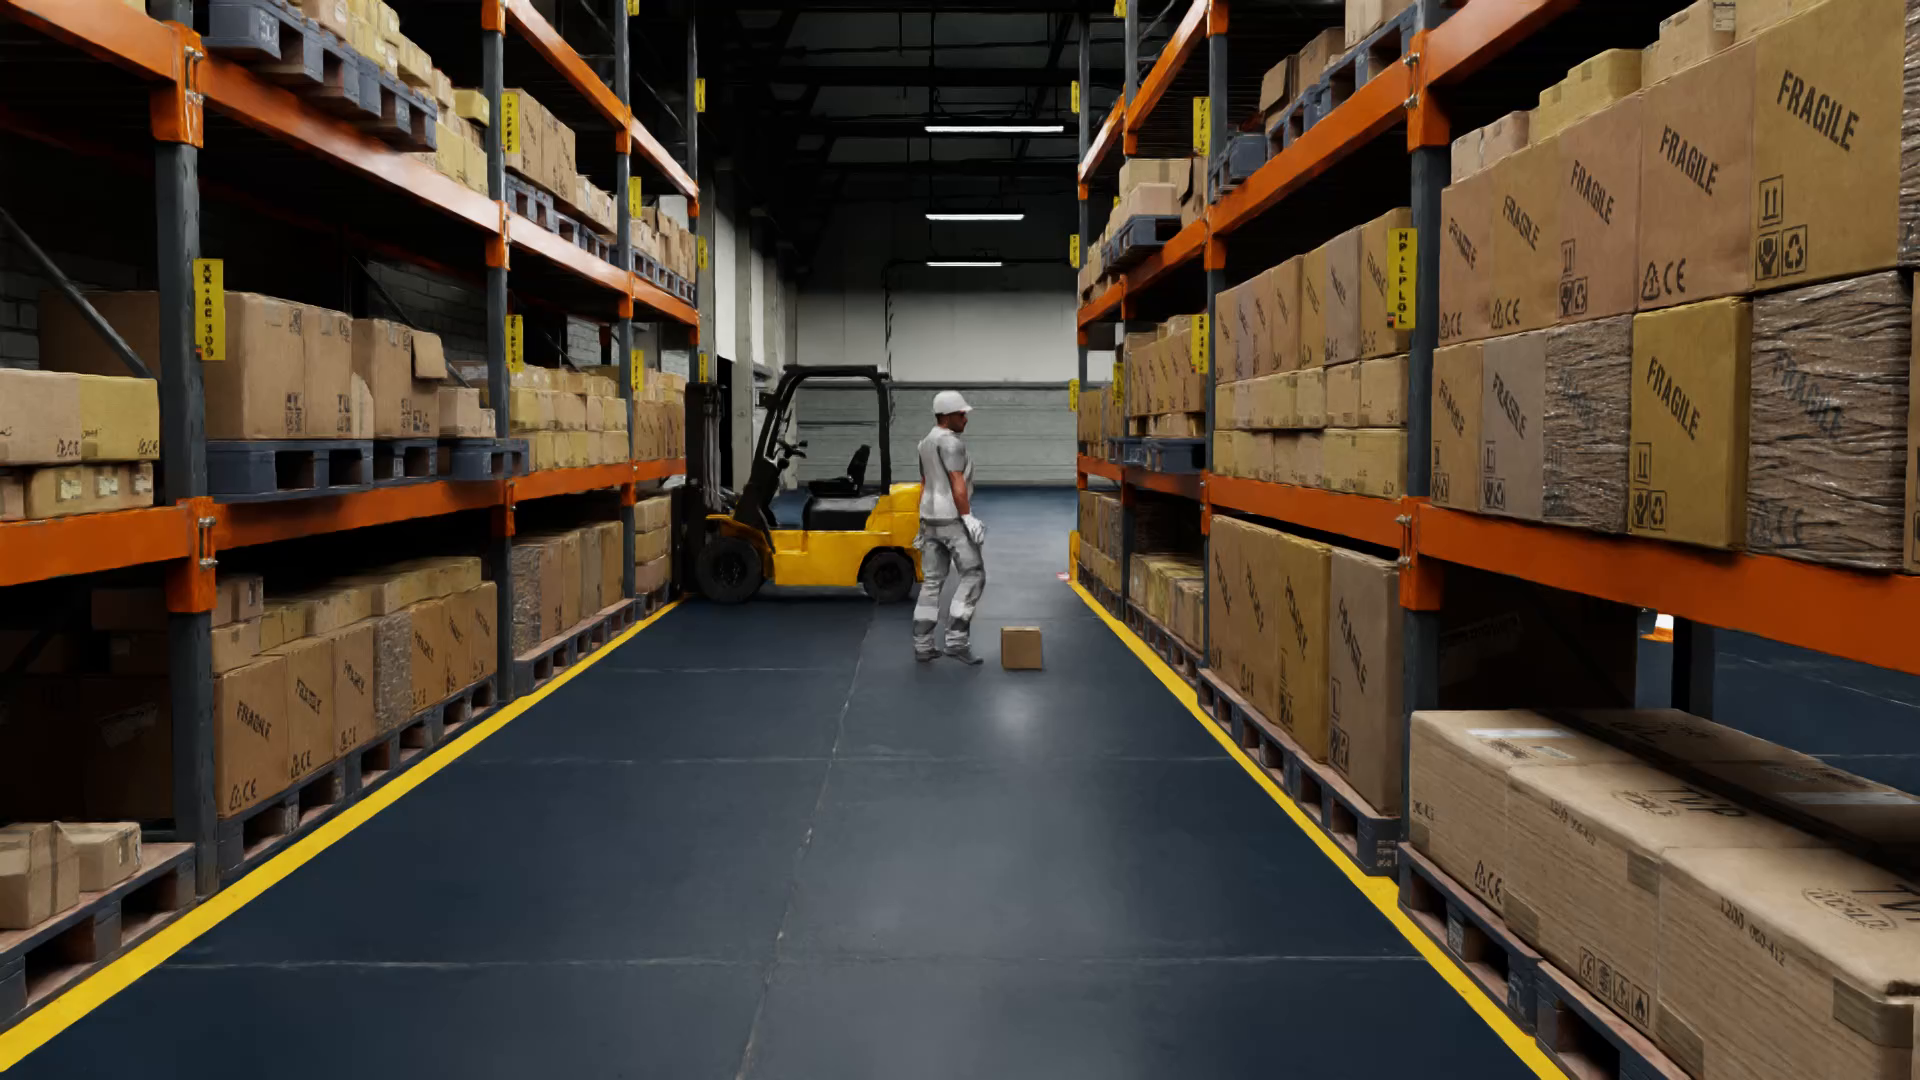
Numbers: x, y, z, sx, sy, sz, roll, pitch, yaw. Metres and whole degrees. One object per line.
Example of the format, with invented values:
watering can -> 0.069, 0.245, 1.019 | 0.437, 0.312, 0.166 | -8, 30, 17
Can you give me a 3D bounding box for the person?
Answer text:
person -> -0.071, -0.083, 10.915 | 0.379, 1.804, 0.671 | -2, 4, -27
